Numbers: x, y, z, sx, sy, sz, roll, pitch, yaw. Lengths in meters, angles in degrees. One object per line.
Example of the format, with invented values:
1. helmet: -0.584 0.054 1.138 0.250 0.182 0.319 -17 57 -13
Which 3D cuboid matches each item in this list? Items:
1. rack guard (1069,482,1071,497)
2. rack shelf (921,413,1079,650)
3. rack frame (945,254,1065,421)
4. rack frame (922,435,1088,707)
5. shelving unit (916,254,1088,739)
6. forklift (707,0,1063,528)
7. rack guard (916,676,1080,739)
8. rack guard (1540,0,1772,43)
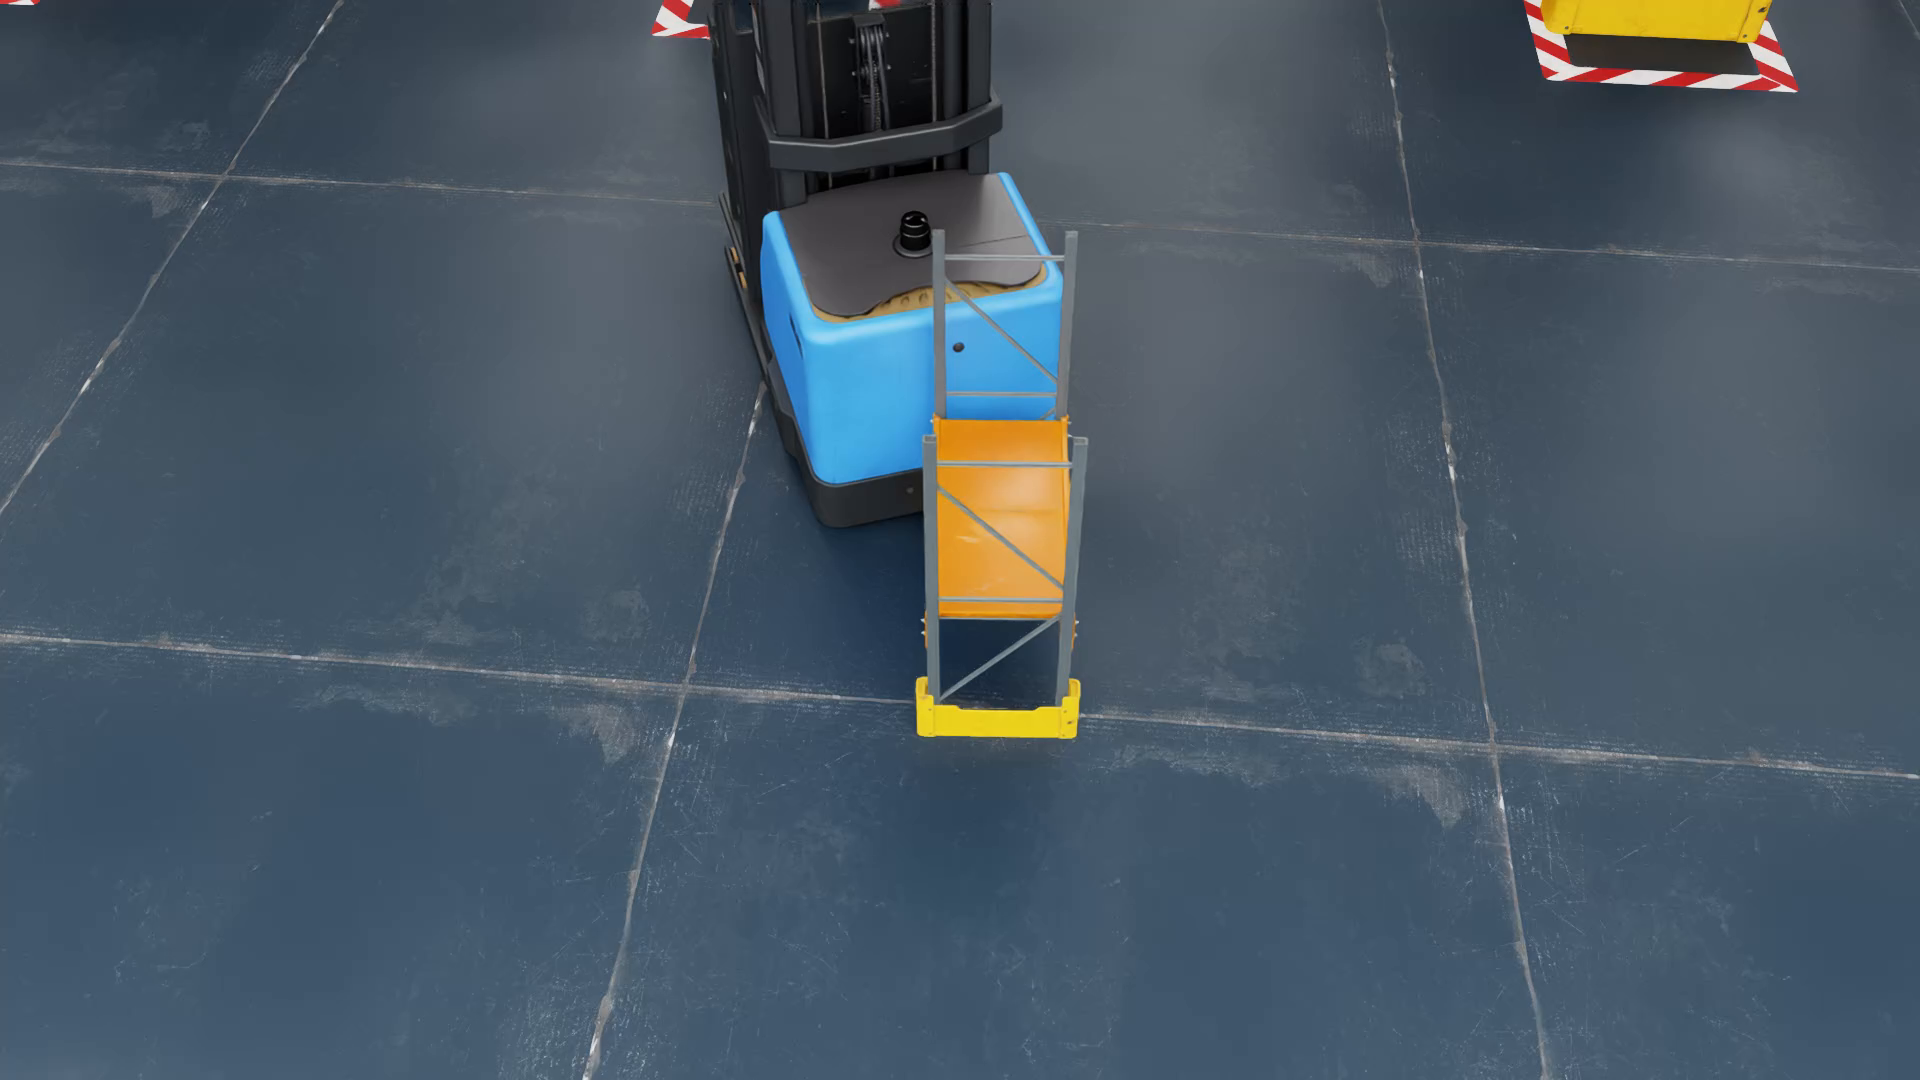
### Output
1. rack guard: 0.155 -0.124 6.720 0.587 0.250 0.087 1 48 1
2. rack shelf: 0.145 -0.050 6.049 0.538 0.185 1.000 1 48 1
3. rack frame: 0.156 -0.546 6.259 0.475 1.308 0.013 1 48 1
4. rack frame: 0.136 0.204 5.573 0.500 1.500 0.032 1 48 1
5. shelving unit: 0.146 -0.178 5.922 0.587 1.500 1.083 1 48 1
6. forklift: -0.480 -2.152 6.758 1.130 2.935 3.031 -12 49 -11
7. rack guard: 0.136 0.611 6.048 0.587 0.250 0.087 1 48 1
8. rack guard: 3.916 -3.118 9.289 1.175 0.500 0.348 4 48 4
